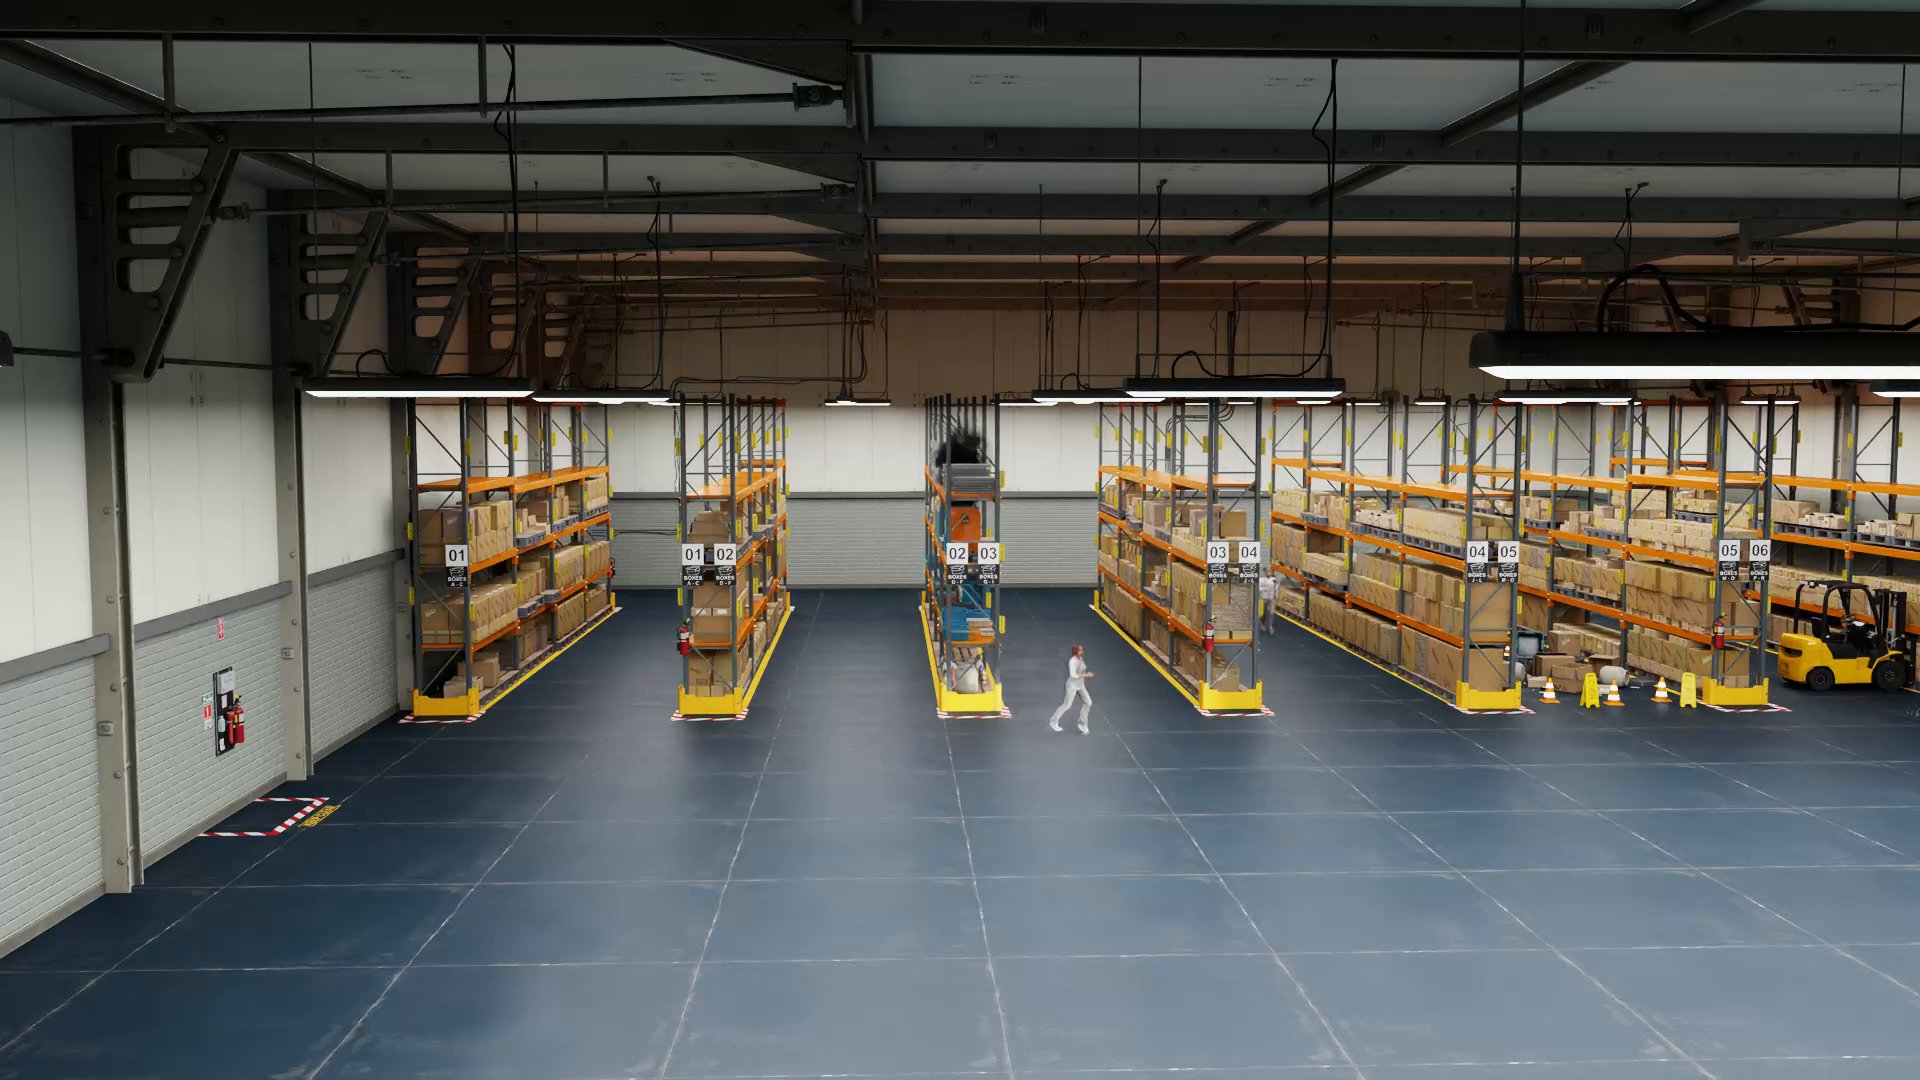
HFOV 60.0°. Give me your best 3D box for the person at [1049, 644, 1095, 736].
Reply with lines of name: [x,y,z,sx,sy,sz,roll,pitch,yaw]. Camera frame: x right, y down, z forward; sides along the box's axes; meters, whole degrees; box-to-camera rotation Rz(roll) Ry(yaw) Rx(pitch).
person: [1.996,2.628,29.189,0.839,1.614,0.546,3,5,31]

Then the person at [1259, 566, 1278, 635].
person: [7.827,1.516,42.247,0.605,1.713,0.855,0,5,-2]

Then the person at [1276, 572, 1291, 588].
person: [9.548,0.987,48.944,0.763,1.852,0.682,0,5,-6]
